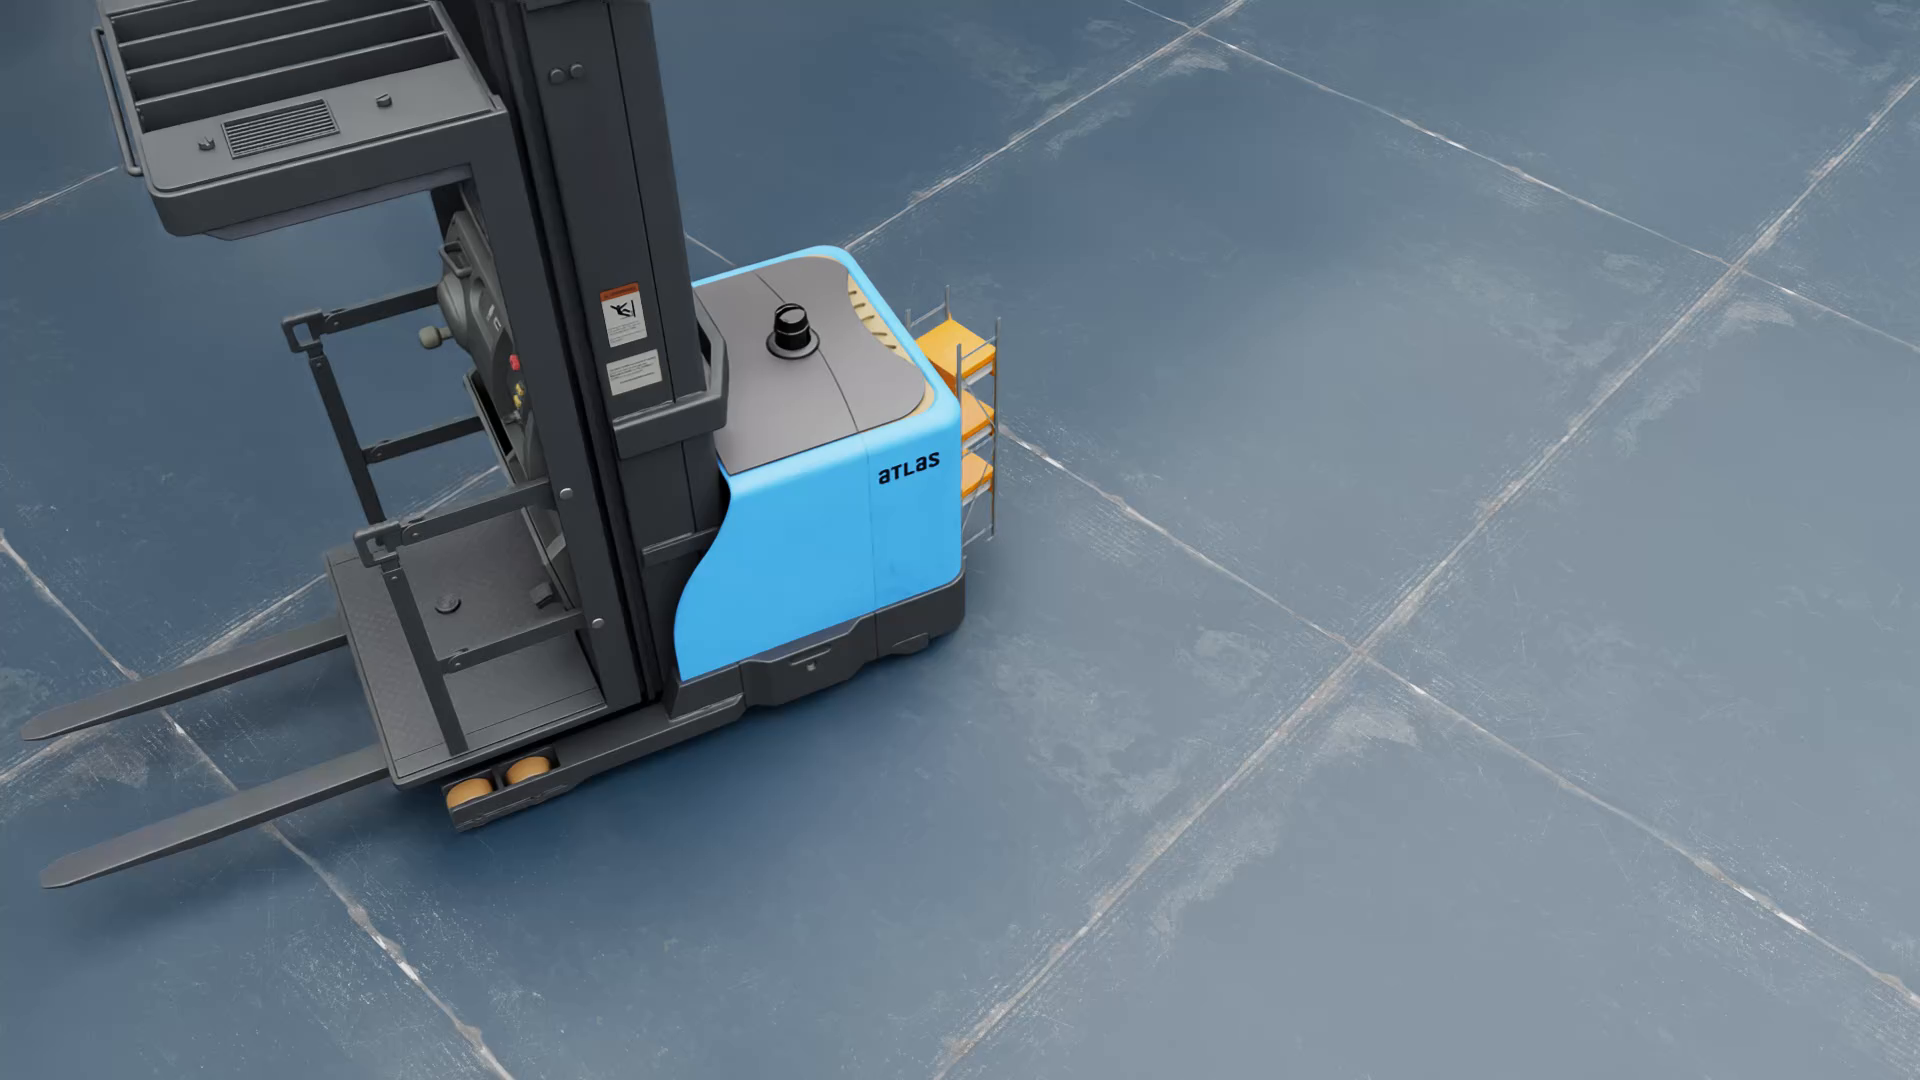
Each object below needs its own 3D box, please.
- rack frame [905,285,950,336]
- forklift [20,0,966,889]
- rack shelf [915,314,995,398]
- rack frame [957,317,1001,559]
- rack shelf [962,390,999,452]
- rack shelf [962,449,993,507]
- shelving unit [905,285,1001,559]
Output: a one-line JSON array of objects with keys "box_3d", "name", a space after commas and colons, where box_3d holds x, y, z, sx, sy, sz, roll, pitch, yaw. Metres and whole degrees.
[{"box_3d": [-0.109, -0.451, 5.954, 0.200, 1.050, 0.008, -36, 56, -29], "name": "rack frame"}, {"box_3d": [-1.535, -0.518, 4.725, 3.031, 2.935, 1.130, -20, 50, -18], "name": "forklift"}, {"box_3d": [-0.023, -0.575, 5.695, 0.215, 0.259, 0.240, -36, 56, -29], "name": "rack shelf"}, {"box_3d": [0.063, -0.325, 5.835, 0.200, 1.050, 0.008, -36, 56, -29], "name": "rack frame"}, {"box_3d": [-0.023, -0.381, 5.902, 0.215, 0.259, 0.240, -36, 56, -29], "name": "rack shelf"}, {"box_3d": [-0.023, -0.191, 6.104, 0.215, 0.259, 0.240, -36, 56, -29], "name": "rack shelf"}, {"box_3d": [-0.023, -0.388, 5.894, 0.215, 1.050, 0.252, -36, 56, -29], "name": "shelving unit"}]
